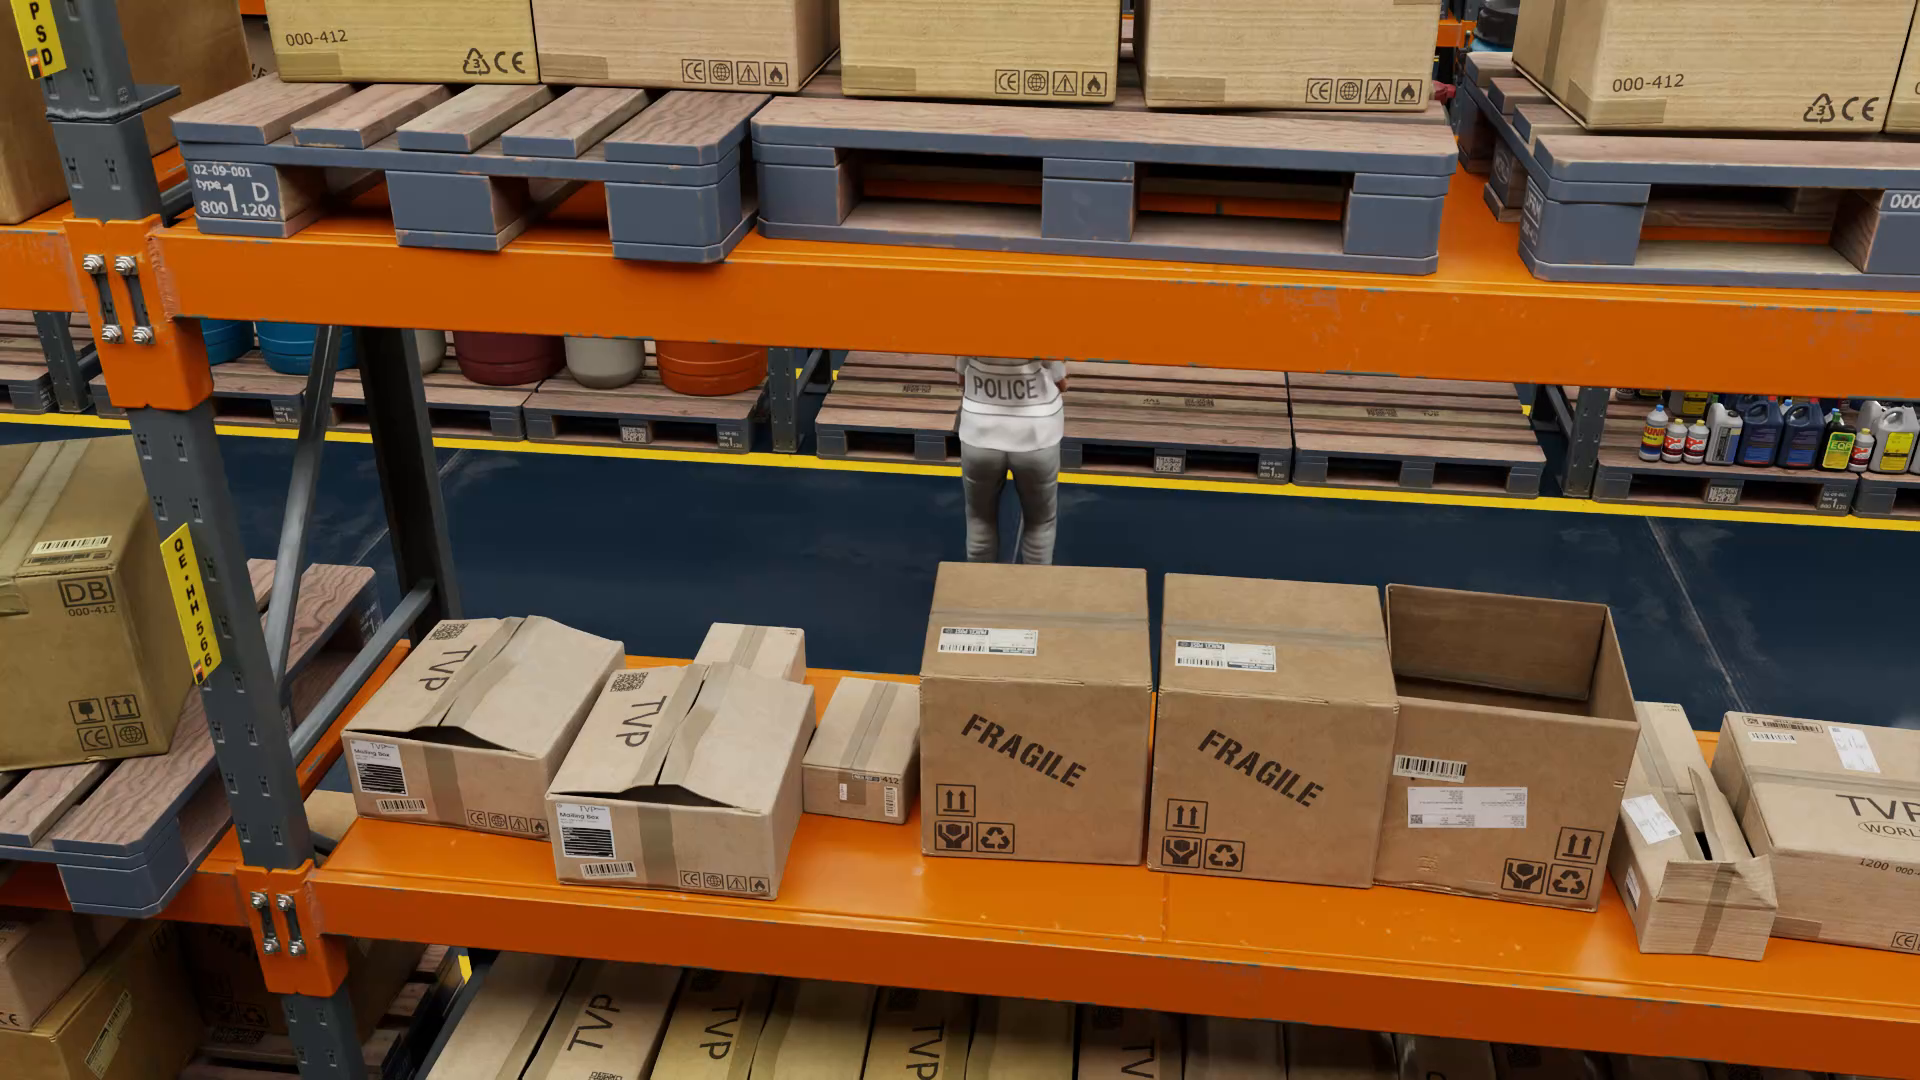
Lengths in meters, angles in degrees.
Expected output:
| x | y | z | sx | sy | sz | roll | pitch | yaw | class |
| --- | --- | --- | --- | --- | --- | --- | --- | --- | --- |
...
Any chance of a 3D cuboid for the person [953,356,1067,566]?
| x | y | z | sx | sy | sz | roll | pitch | yaw | class |
| --- | --- | --- | --- | --- | --- | --- | --- | --- | --- |
| 0.209 | -0.426 | 6.914 | 0.453 | 1.662 | 0.537 | 4 | 29 | 7 | person |
